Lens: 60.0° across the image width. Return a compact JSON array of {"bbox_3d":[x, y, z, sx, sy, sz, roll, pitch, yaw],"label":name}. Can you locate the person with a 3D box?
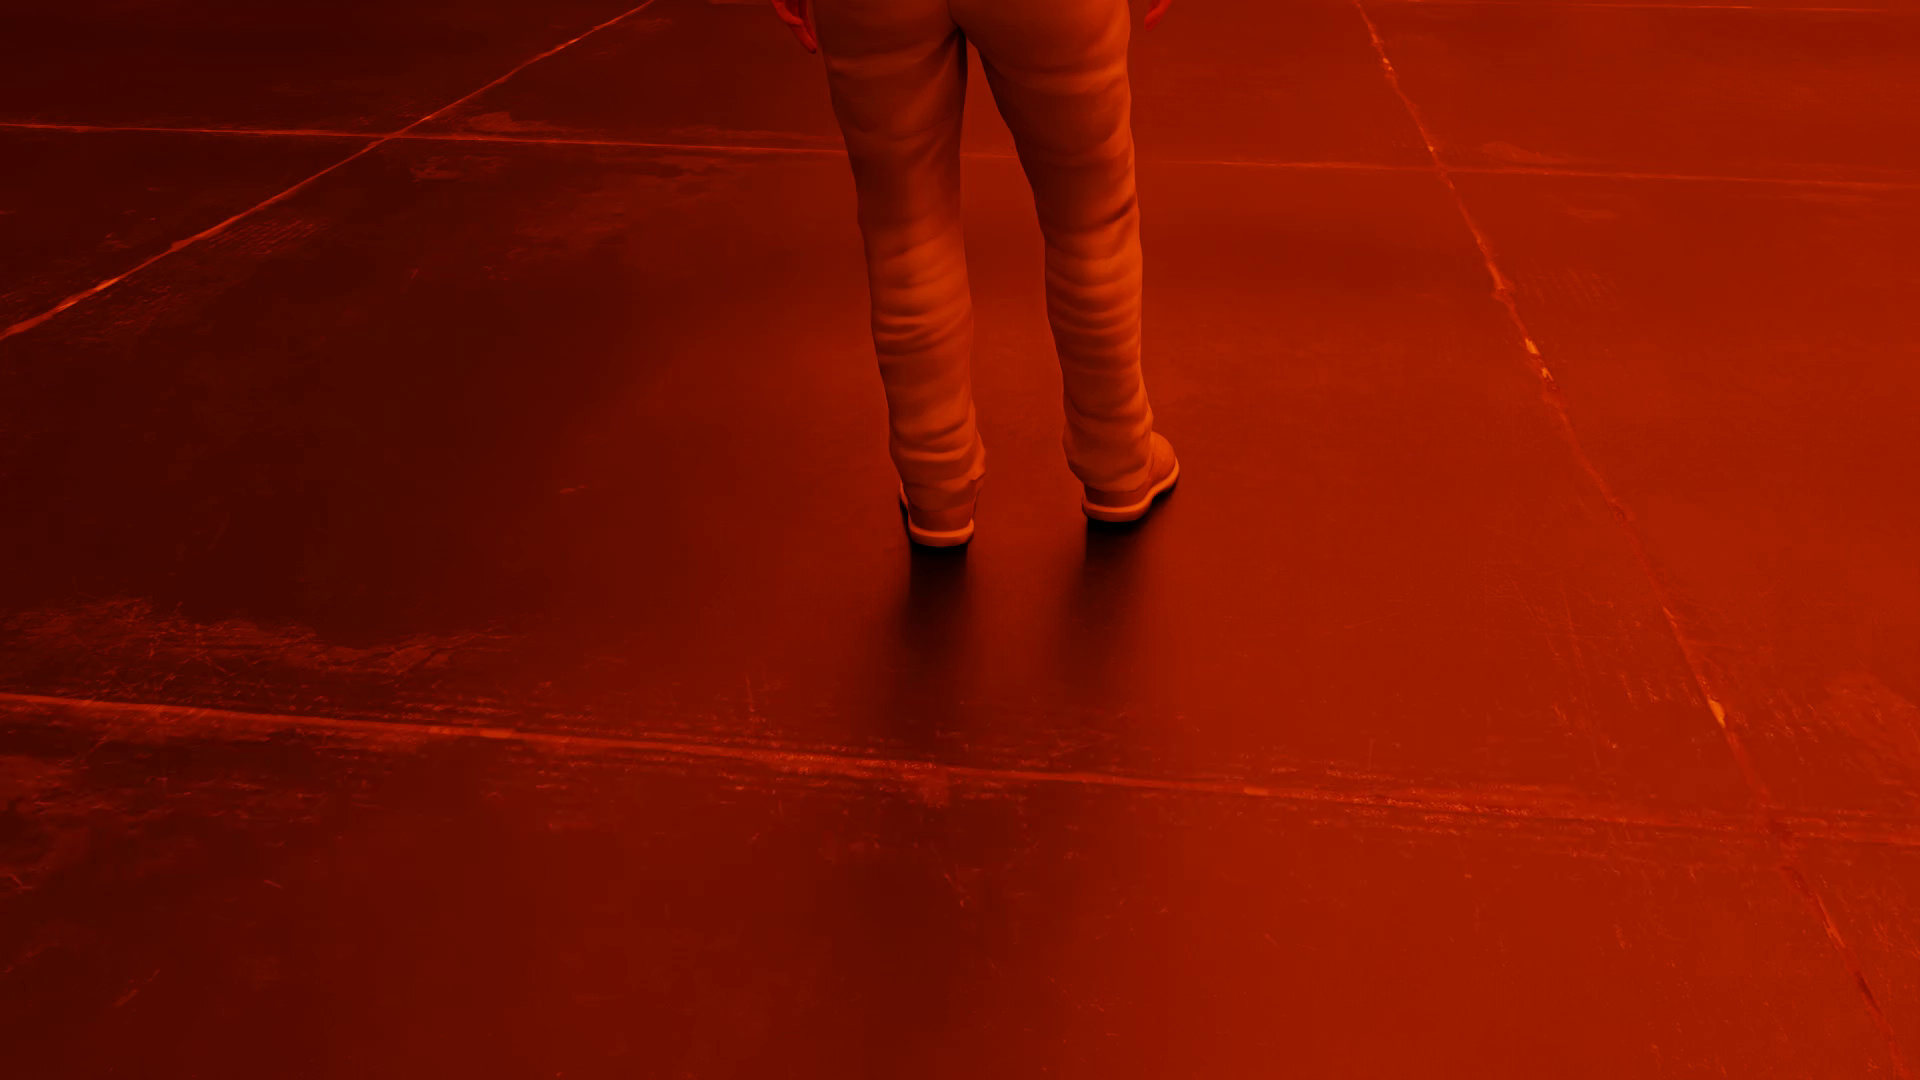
[{"bbox_3d":[0.033,-0.785,2.190,0.598,1.670,0.529,3,27,7],"label":"person"}]
